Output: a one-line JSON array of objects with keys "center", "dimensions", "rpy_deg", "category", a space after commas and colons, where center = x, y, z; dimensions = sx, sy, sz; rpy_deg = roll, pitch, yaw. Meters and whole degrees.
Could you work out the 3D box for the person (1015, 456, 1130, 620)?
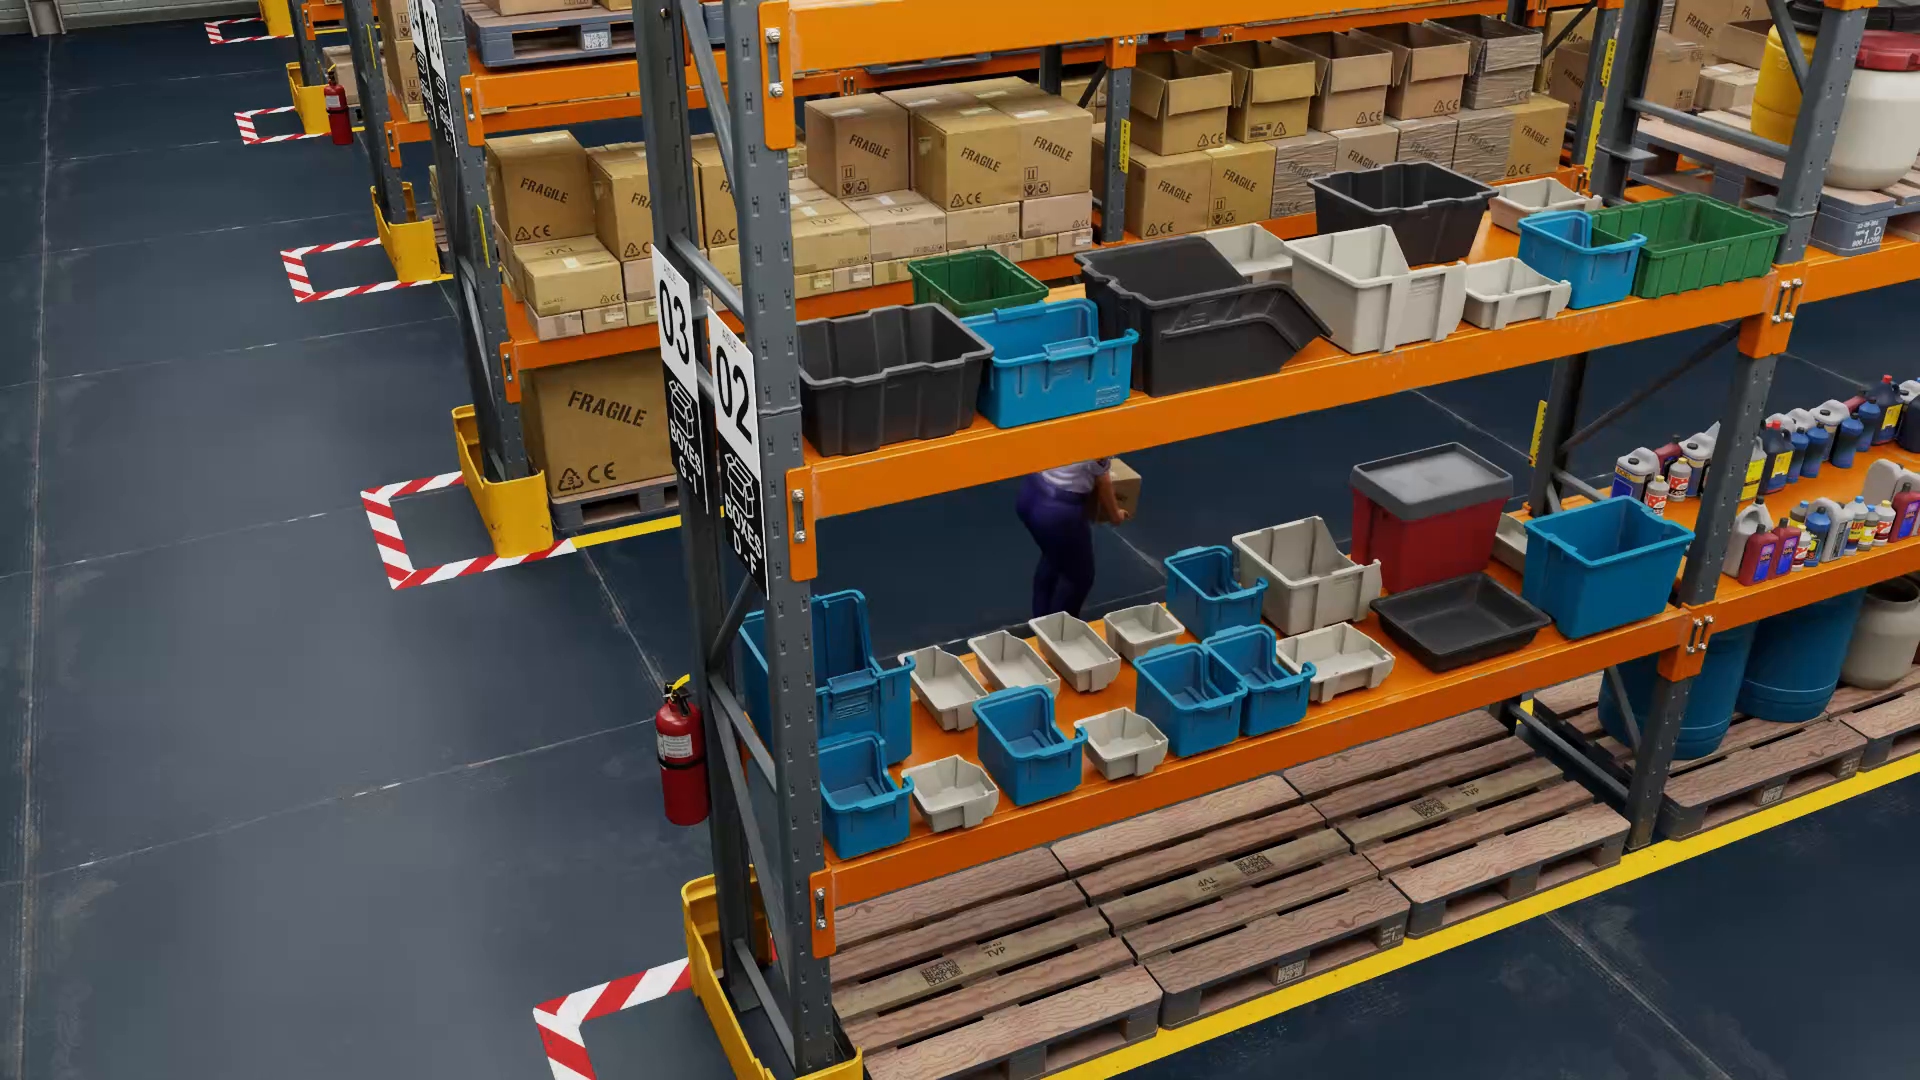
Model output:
[{"center": [0.589, -0.170, 8.808], "dimensions": [0.571, 1.609, 0.441], "rpy_deg": [-14, 32, -23], "category": "person"}]
